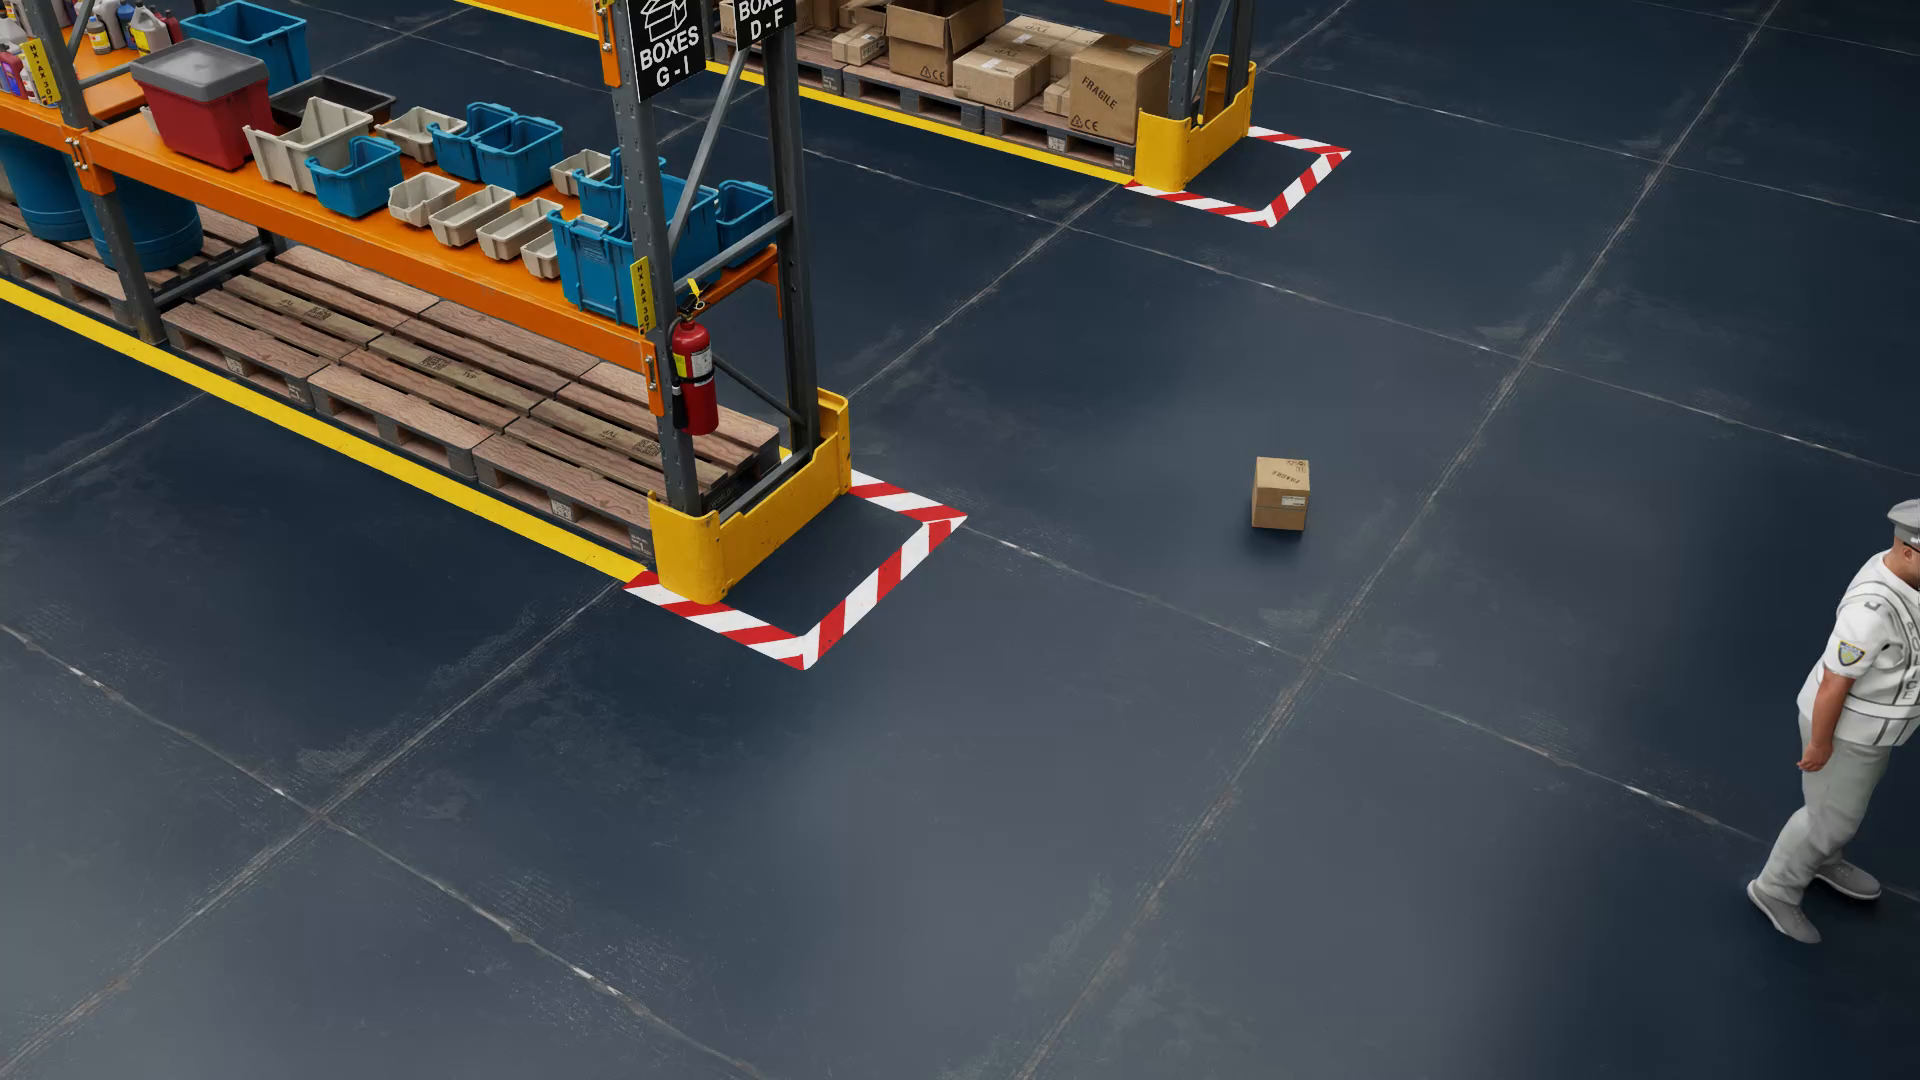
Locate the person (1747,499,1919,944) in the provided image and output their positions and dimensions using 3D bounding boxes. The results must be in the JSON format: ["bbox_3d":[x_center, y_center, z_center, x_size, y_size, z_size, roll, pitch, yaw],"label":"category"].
[{"bbox_3d":[3.222,0.653,5.862,0.513,1.829,0.558,27,46,30],"label":"person"}]
